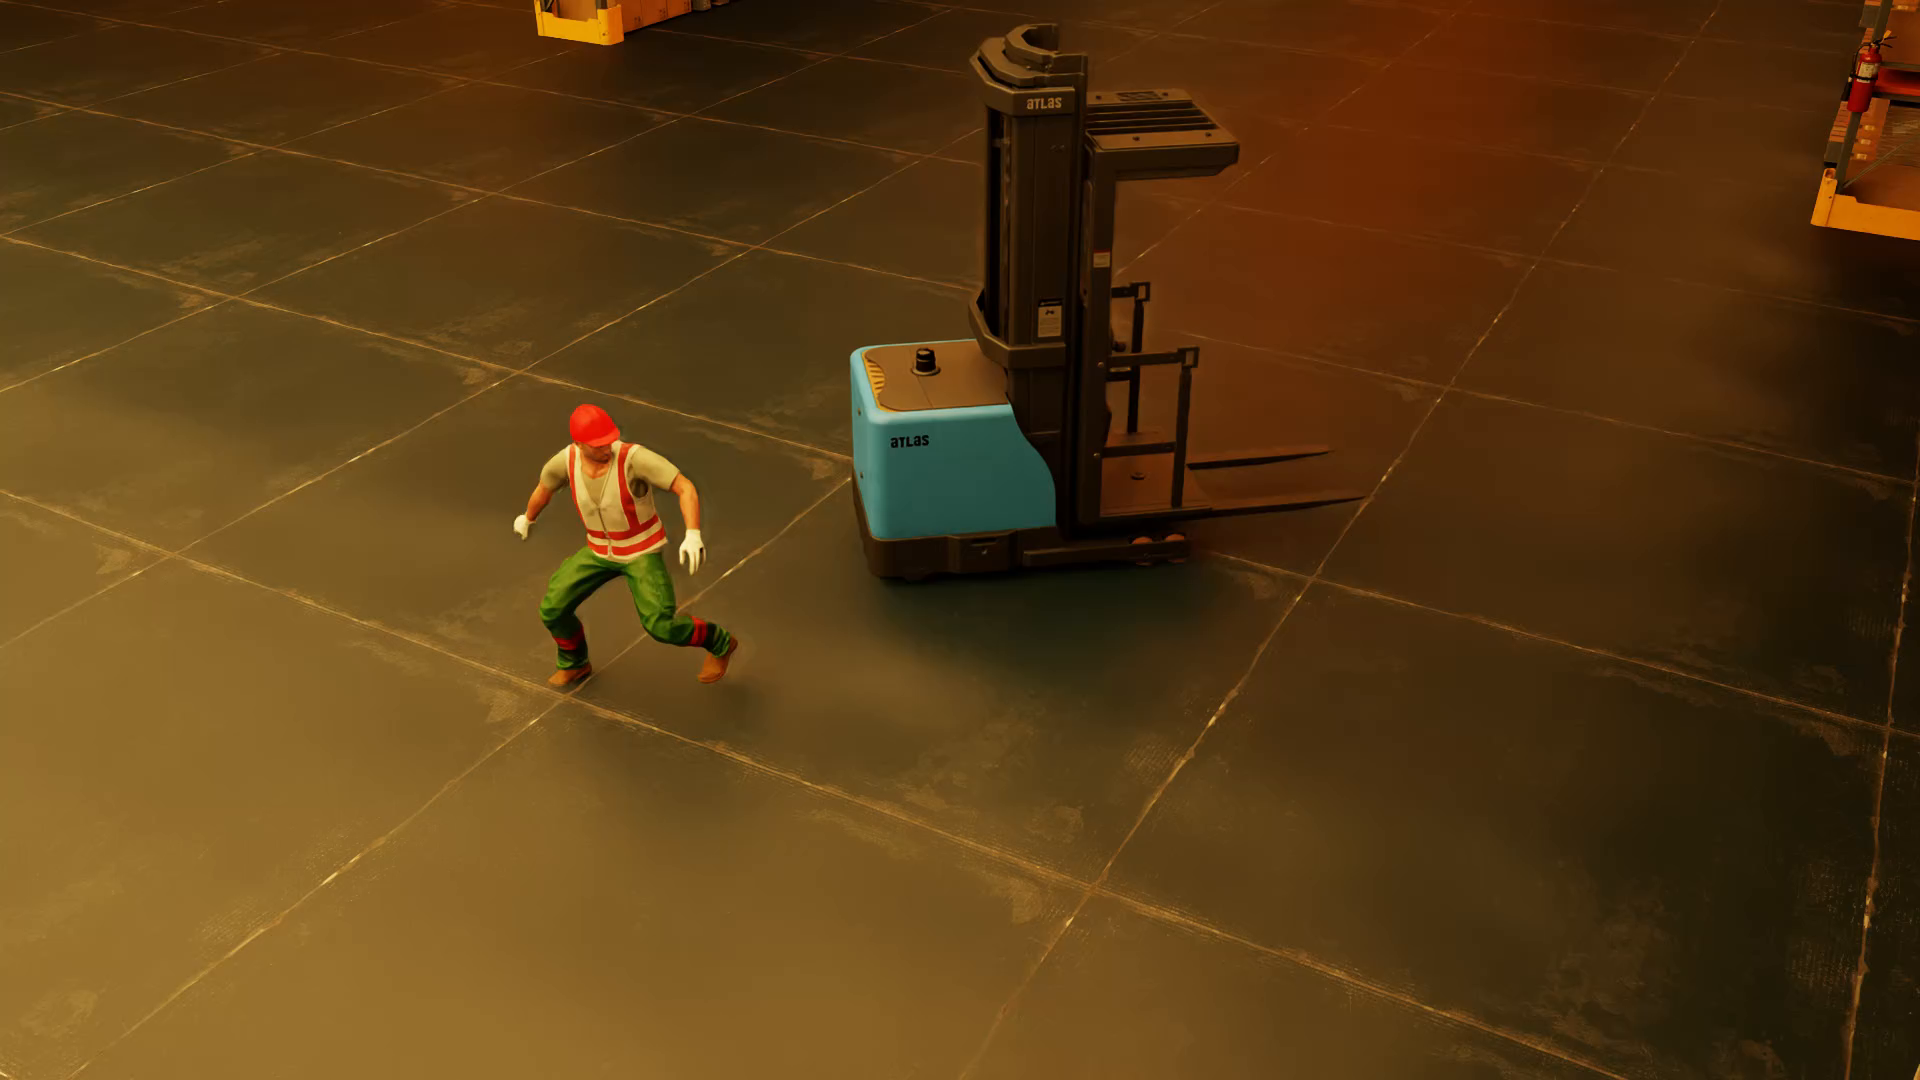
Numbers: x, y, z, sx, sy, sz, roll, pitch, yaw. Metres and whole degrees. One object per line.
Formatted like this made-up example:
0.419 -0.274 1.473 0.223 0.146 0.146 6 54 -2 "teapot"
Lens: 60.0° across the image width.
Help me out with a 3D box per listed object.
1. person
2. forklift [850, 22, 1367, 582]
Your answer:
-1.775 0.051 8.353 1.189 1.664 0.510 10 32 17 "person"
0.904 -1.374 9.451 3.031 2.935 1.130 -5 30 -9 "forklift"
